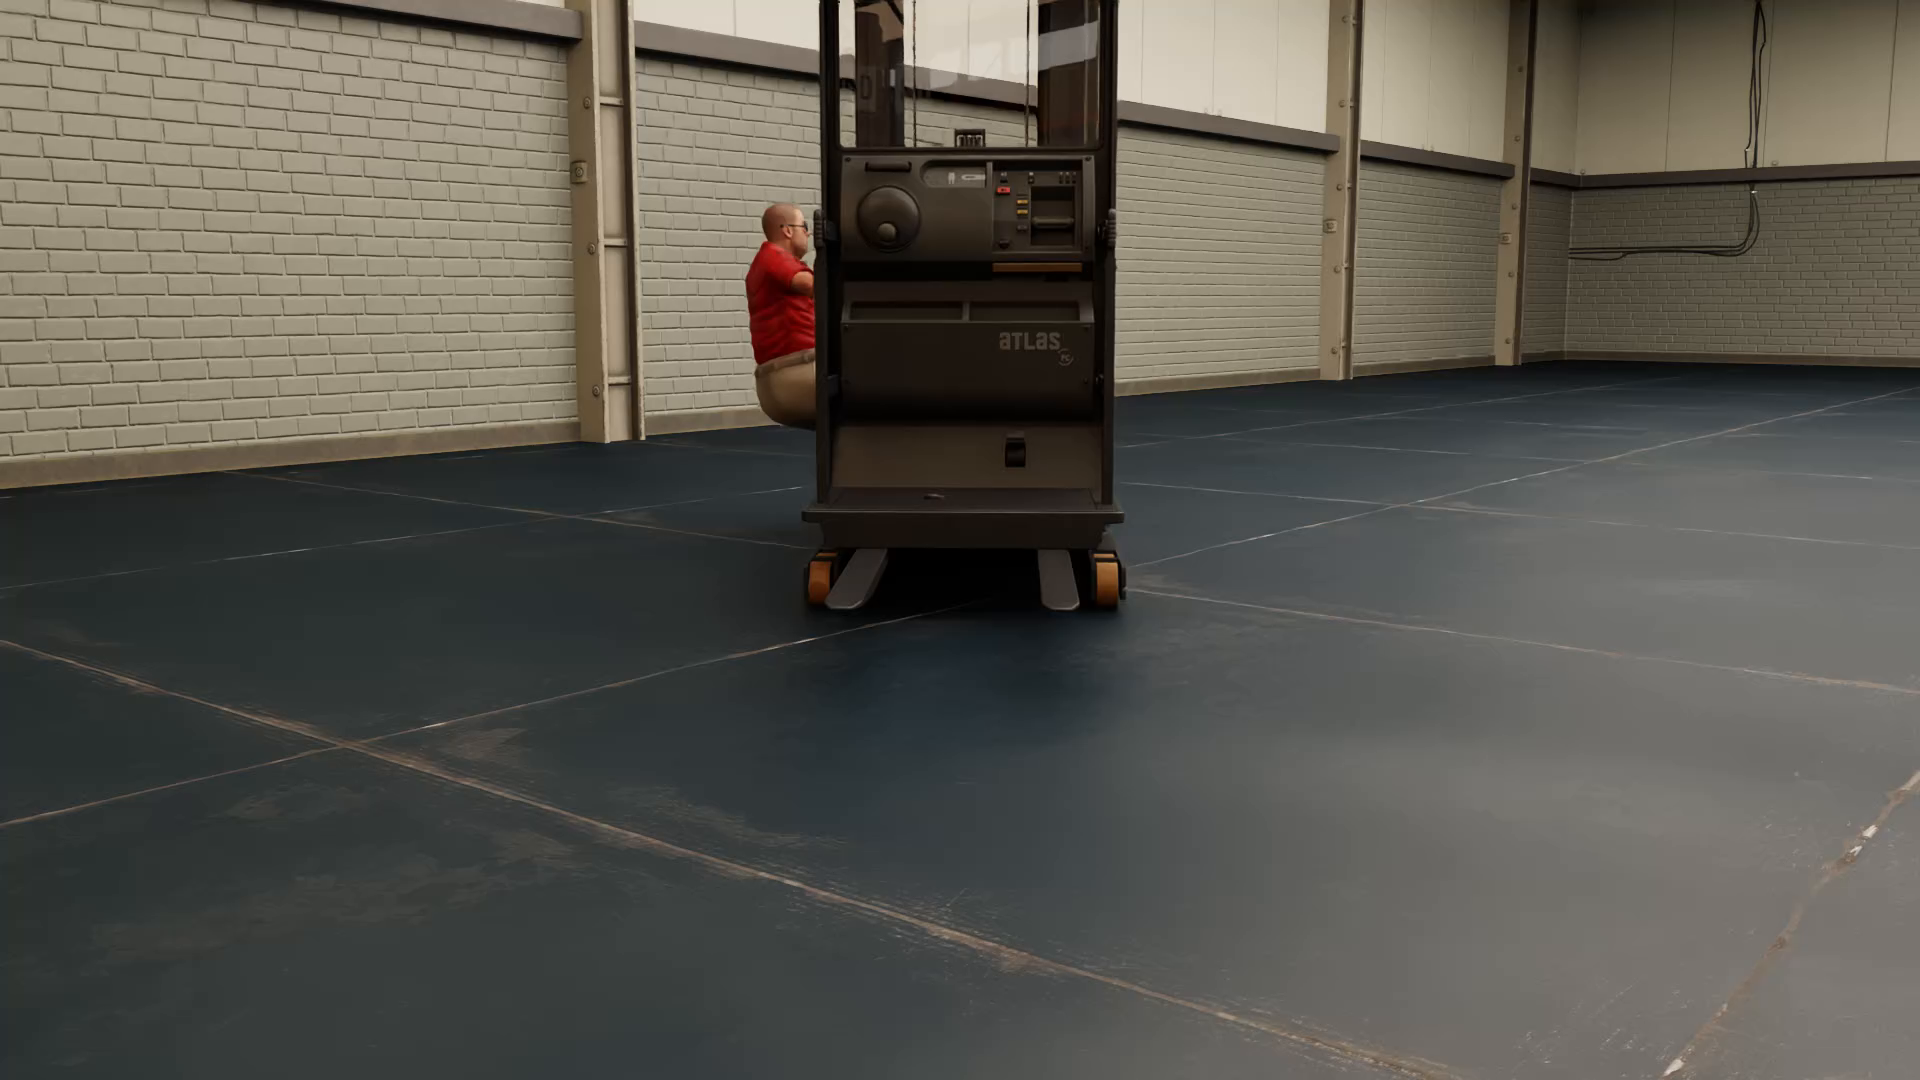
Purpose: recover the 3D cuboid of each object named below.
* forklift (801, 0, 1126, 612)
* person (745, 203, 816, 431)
[{"bbox_3d":[0.023,-1.259,5.886,1.130,2.935,3.031,0,8,2],"label":"forklift"},{"bbox_3d":[-0.547,-0.787,7.649,0.846,1.491,0.968,-5,10,-29],"label":"person"}]
